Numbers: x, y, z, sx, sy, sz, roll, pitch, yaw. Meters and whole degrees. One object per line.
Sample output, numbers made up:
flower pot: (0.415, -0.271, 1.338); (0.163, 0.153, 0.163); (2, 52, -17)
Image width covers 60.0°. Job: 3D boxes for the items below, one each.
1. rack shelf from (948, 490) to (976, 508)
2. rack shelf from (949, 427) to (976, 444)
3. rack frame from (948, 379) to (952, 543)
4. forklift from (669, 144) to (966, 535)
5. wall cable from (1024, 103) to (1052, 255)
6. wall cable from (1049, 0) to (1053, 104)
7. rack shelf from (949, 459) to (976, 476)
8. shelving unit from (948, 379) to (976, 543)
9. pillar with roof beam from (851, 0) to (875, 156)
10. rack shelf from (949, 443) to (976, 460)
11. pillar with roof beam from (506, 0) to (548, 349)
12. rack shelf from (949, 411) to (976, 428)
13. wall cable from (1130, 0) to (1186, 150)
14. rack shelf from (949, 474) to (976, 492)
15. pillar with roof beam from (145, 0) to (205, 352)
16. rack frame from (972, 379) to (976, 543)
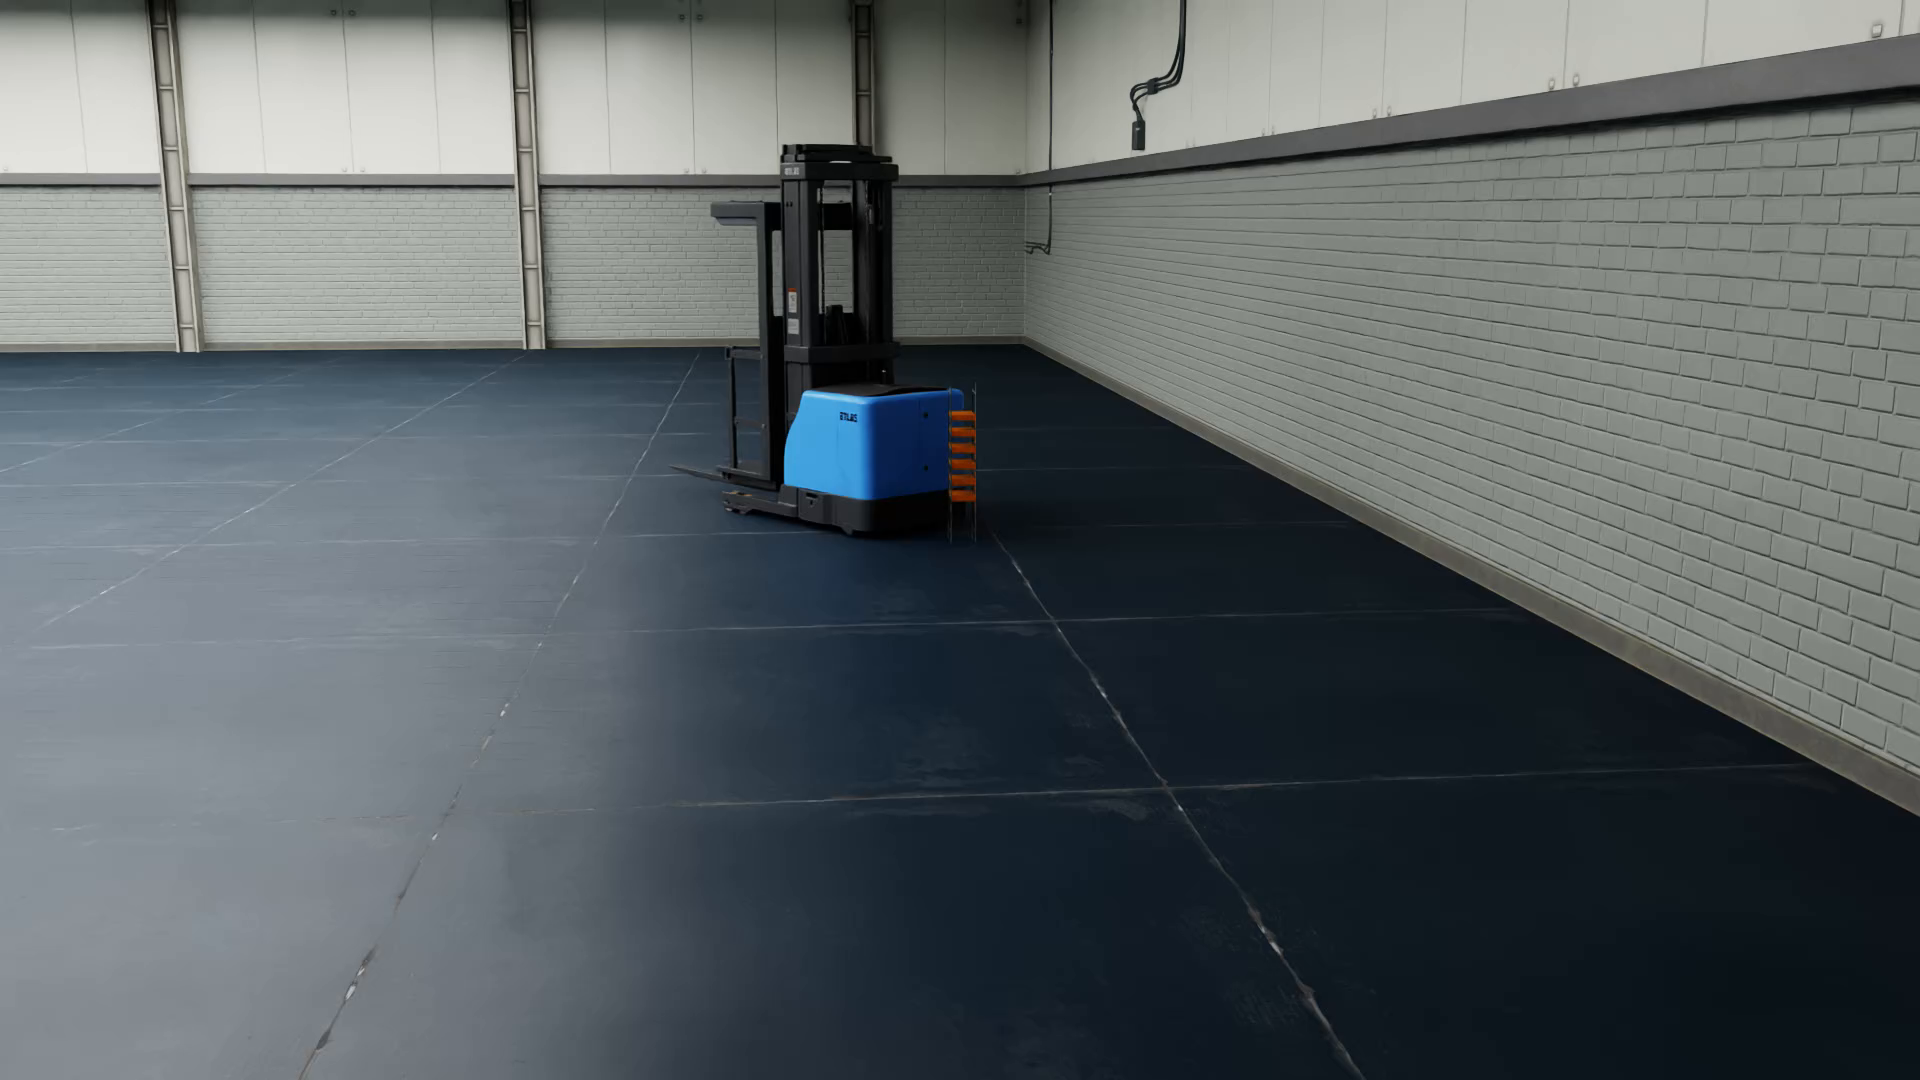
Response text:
rack shelf: (0.014, -0.310, 12.458); (0.180, 0.103, 0.258); (-1, 11, -6)
rack shelf: (0.014, -0.781, 12.365); (0.180, 0.103, 0.258); (-1, 11, -6)
rack frame: (-0.077, -0.587, 12.393); (0.006, 1.200, 0.240); (-1, 11, -6)
forklift: (-1.316, -1.704, 13.587); (1.130, 2.935, 3.031); (-10, 15, -41)
wall cable: (1.328, -6.302, 29.293); (0.112, 2.526, 3.097); (-1, 11, -6)
wall cable: (1.620, -8.261, 26.167); (0.112, 2.526, 3.097); (-1, 11, -6)
rack shelf: (0.014, -0.545, 12.412); (0.180, 0.103, 0.258); (-1, 11, -6)
shelving unit: (0.014, -0.589, 12.403); (0.189, 1.200, 0.258); (-1, 11, -6)
pillar with roof beam: (-1.278, -7.192, 25.772); (0.548, 9.000, 9.100); (-1, 11, -6)
rack shelf: (0.014, -0.663, 12.388); (0.180, 0.103, 0.258); (-1, 11, -6)
pillar with roof beam: (-7.243, -7.067, 25.136); (0.548, 9.000, 9.100); (-1, 11, -6)
rack shelf: (0.014, -0.899, 12.342); (0.180, 0.103, 0.258); (-1, 11, -6)
wall cable: (2.338, -7.673, 19.403); (0.169, 6.003, 2.305); (-1, 11, -6)
rack shelf: (0.014, -0.428, 12.435); (0.180, 0.103, 0.258); (-1, 11, -6)
pillar with roof beam: (-13.208, -6.942, 24.500); (0.400, 9.000, 9.100); (-1, 11, -6)
rack frame: (0.105, -0.591, 12.413); (0.006, 1.200, 0.240); (-1, 11, -6)
